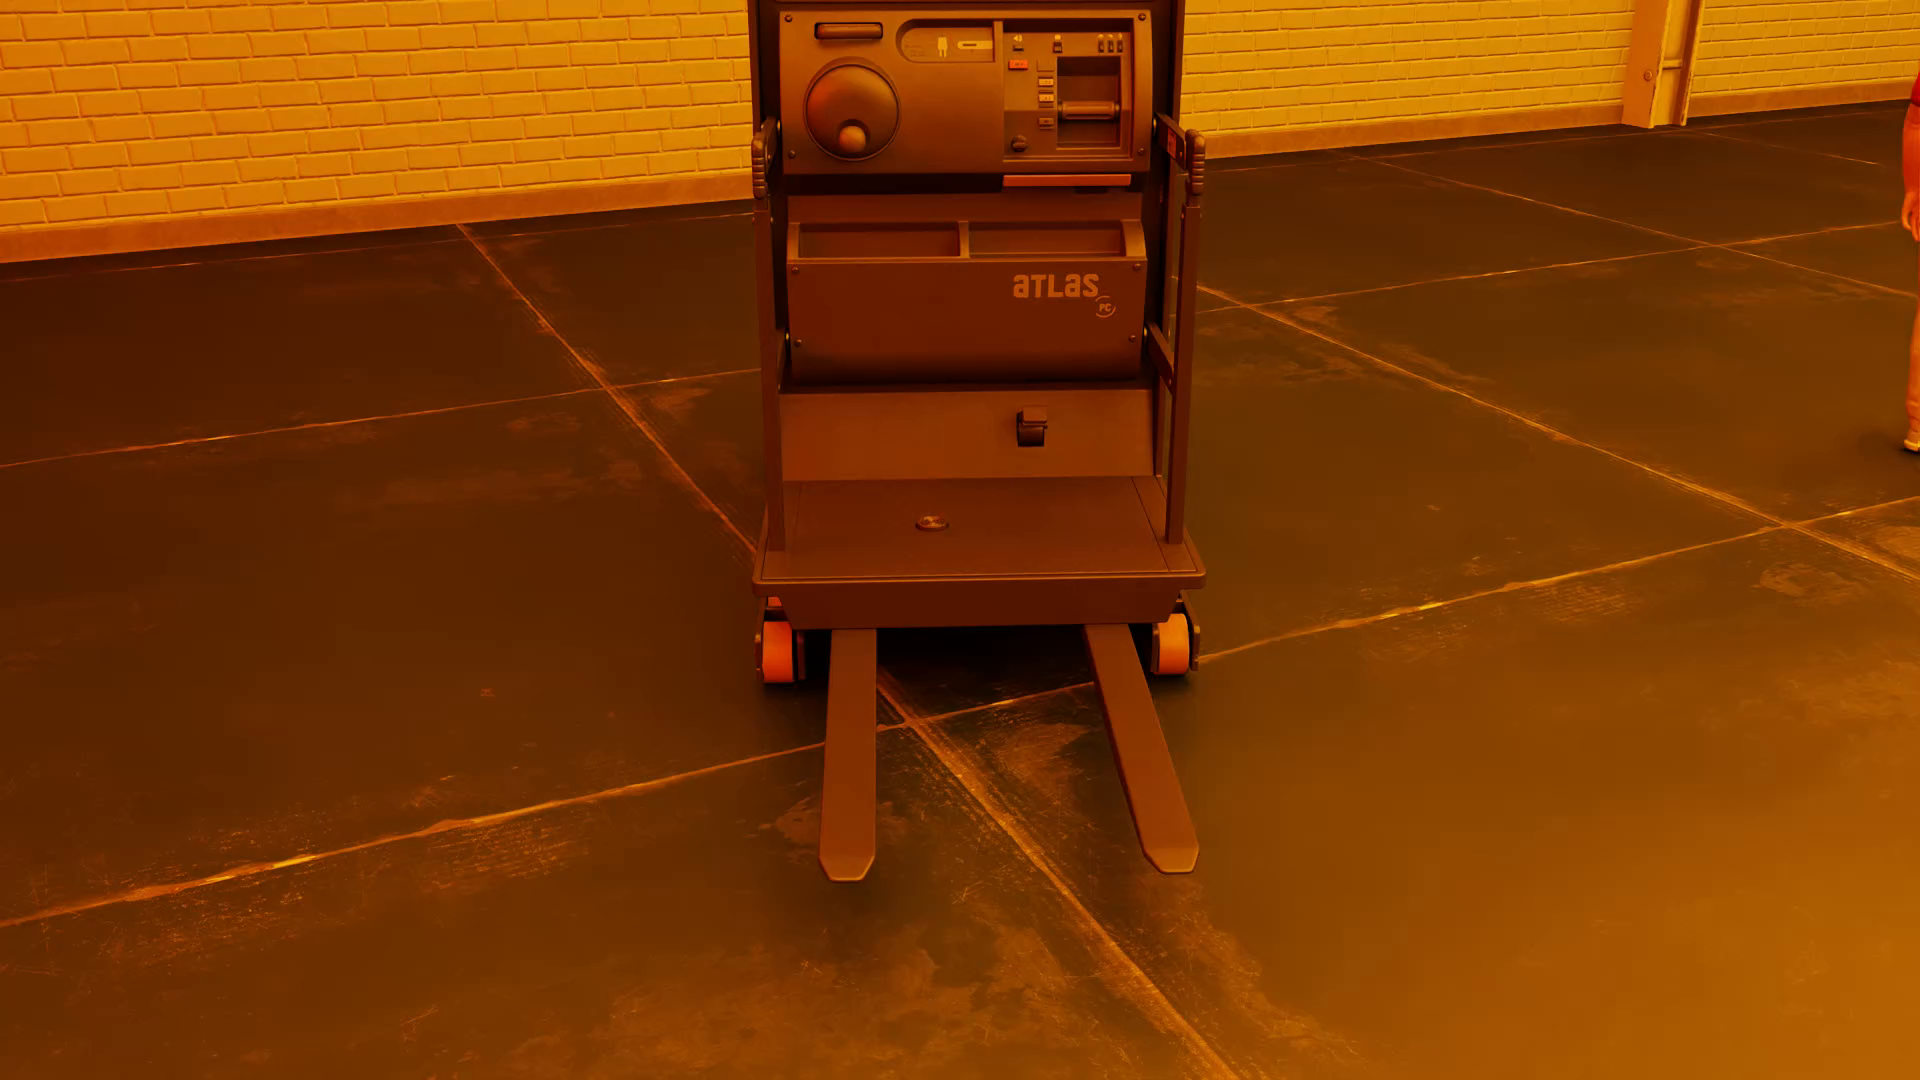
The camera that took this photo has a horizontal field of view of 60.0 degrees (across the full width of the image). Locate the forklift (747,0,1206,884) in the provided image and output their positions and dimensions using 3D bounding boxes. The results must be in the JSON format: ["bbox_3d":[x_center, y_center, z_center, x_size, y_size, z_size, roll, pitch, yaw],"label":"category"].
[{"bbox_3d":[0.028,-1.113,3.964,1.130,2.935,3.031,-1,23,-2],"label":"forklift"}]

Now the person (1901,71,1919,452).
[{"bbox_3d":[3.472,-1.108,5.518,0.524,1.736,0.628,-14,27,-31],"label":"person"}]
